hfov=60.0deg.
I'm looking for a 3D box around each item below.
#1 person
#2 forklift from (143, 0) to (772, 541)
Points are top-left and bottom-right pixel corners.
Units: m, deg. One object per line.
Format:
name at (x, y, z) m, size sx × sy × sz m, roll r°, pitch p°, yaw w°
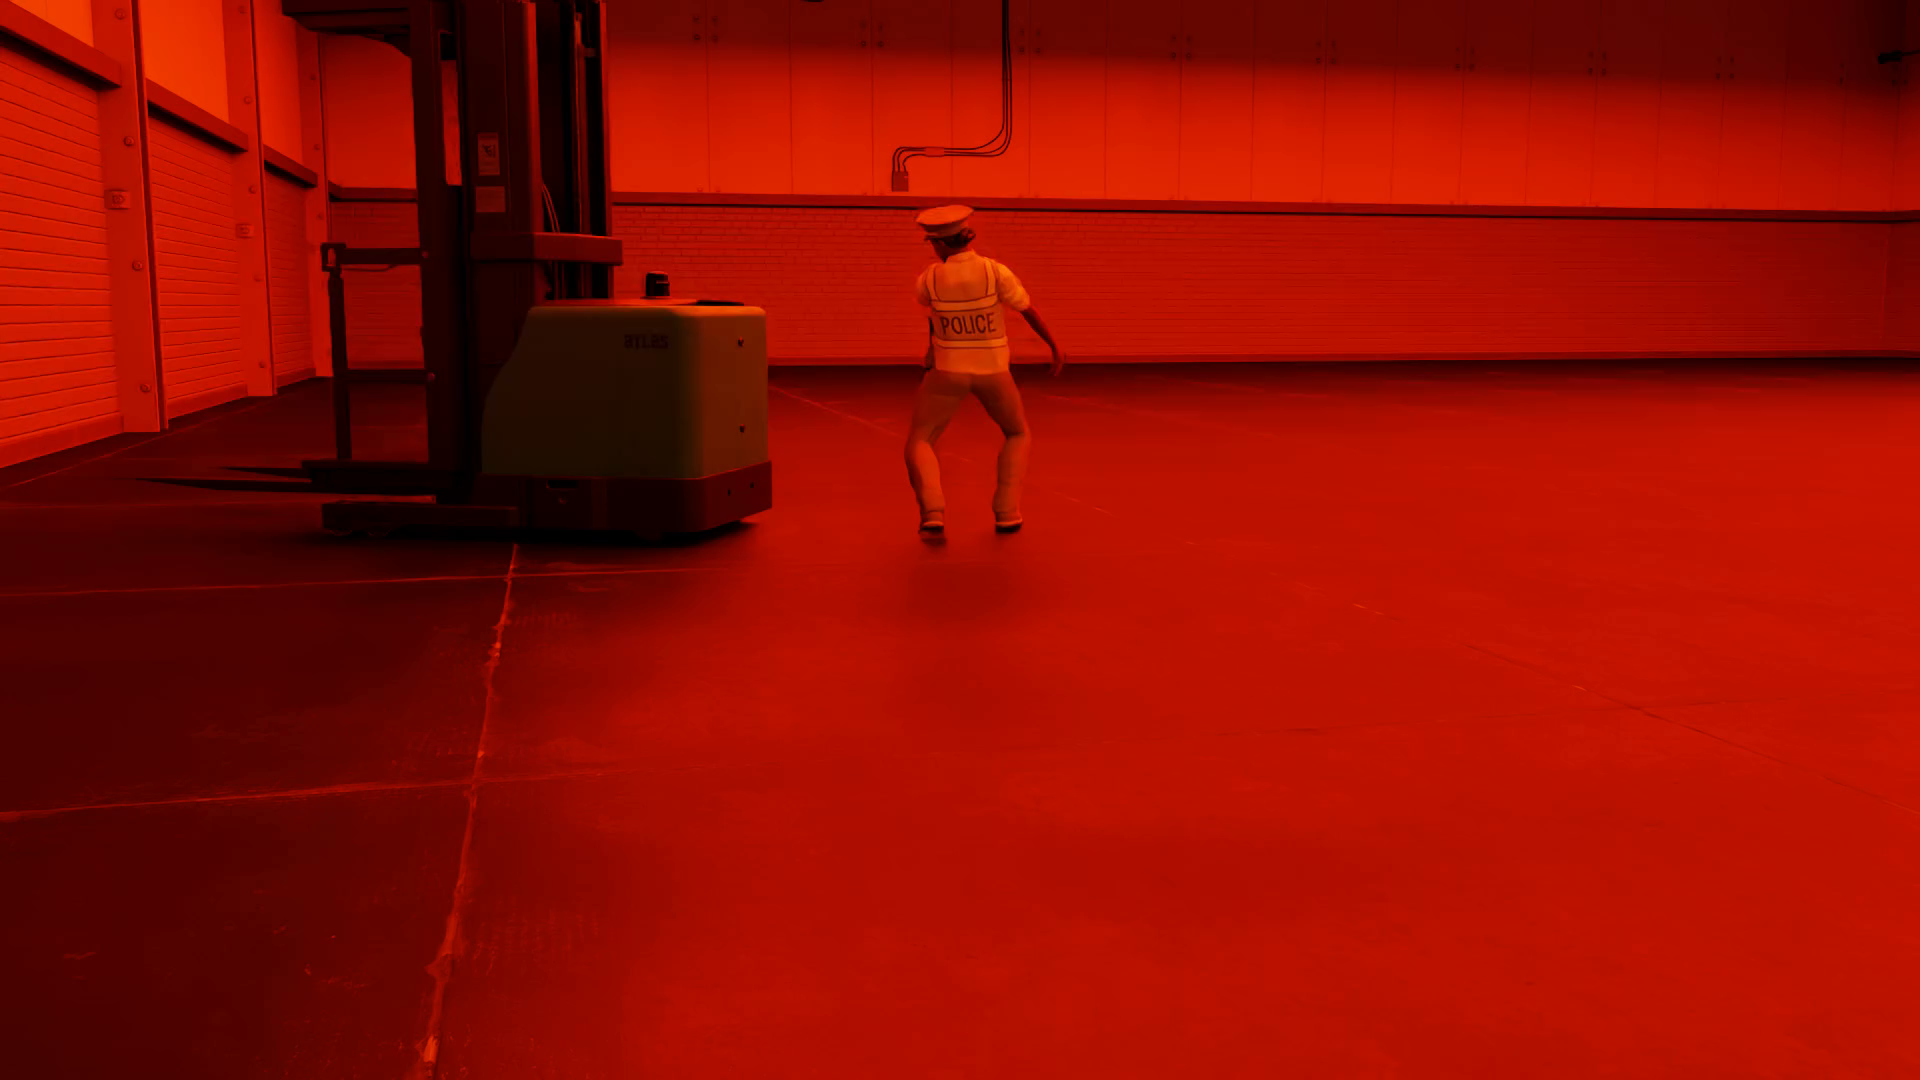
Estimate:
person at (0.110, -0.816, 7.951) m, size 0.789 × 1.524 × 0.830 m, roll -2°, pitch 8°, yaw -12°
forklift at (-2.514, -1.530, 8.065) m, size 3.031 × 2.935 × 1.130 m, roll 2°, pitch 8°, yaw 13°
